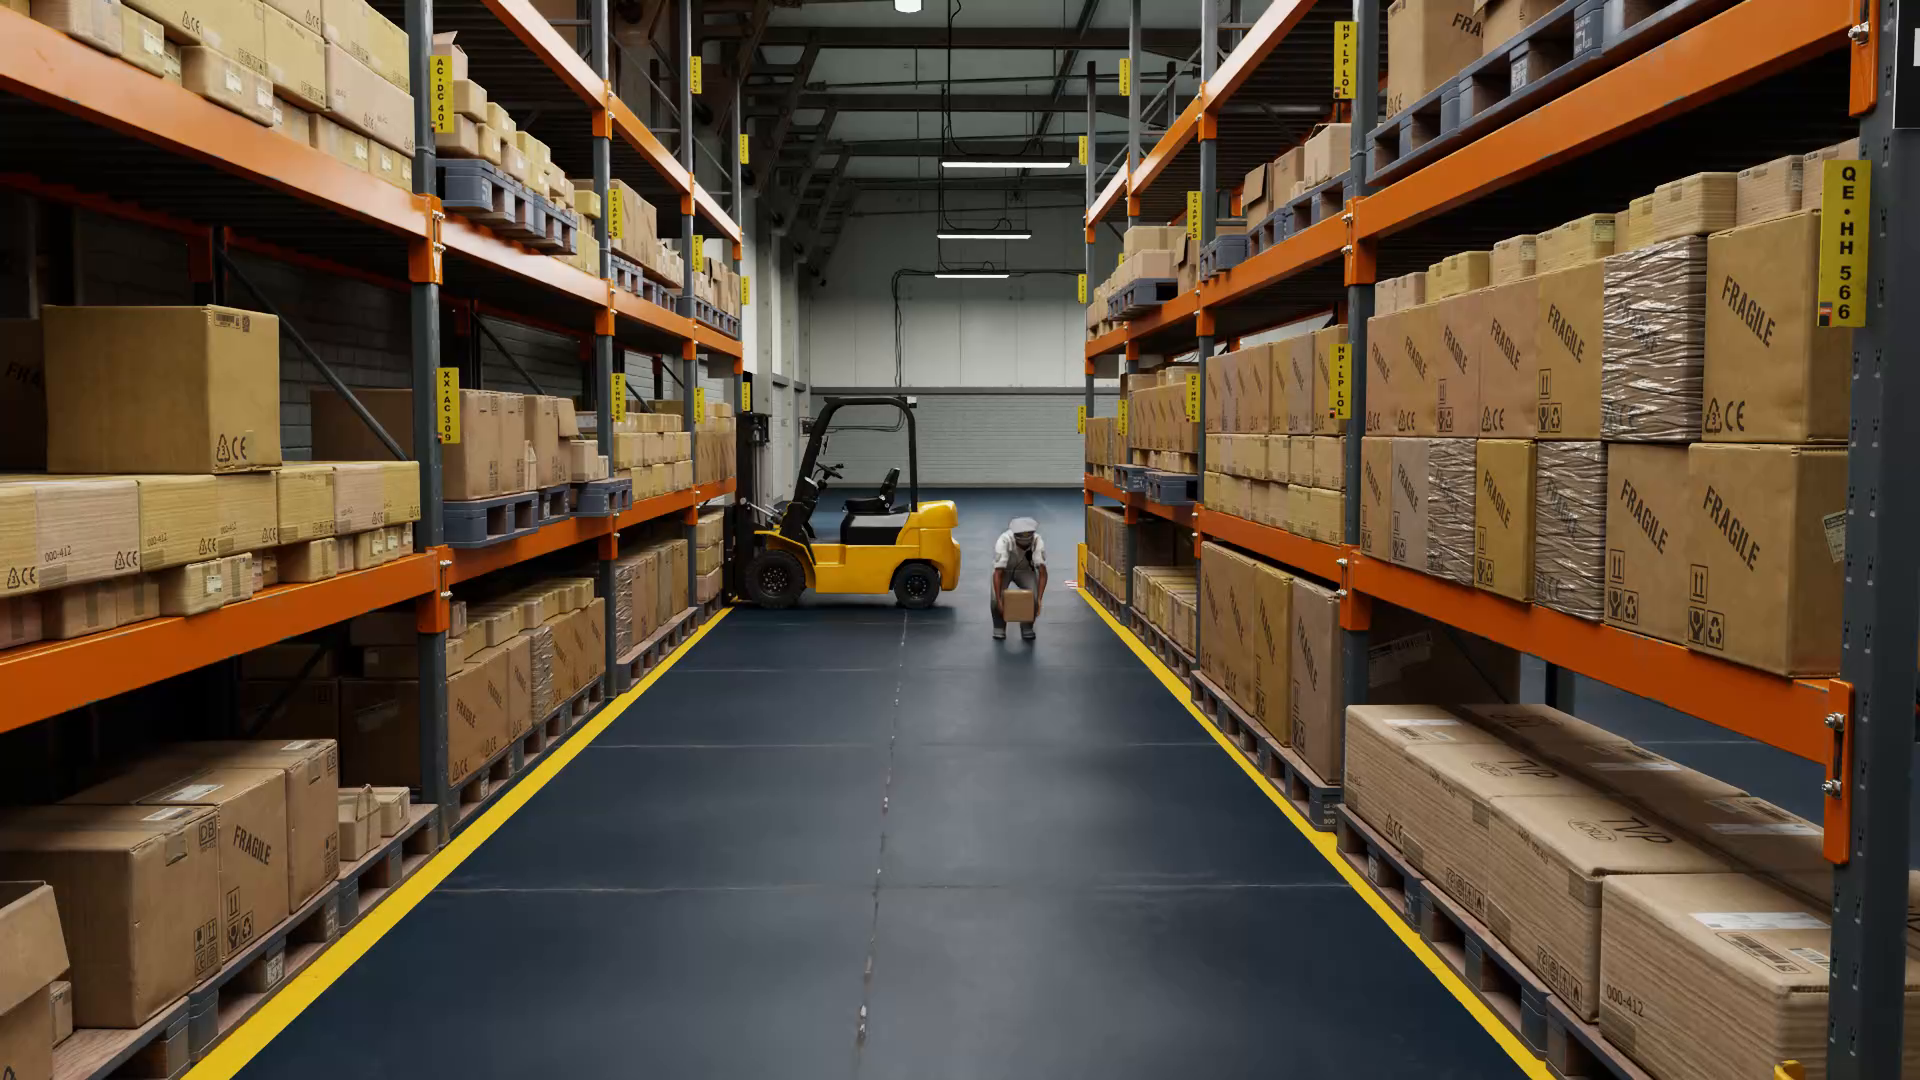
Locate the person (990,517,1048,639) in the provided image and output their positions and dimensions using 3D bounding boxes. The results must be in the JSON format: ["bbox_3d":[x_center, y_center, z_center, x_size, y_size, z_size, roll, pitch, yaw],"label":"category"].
[{"bbox_3d":[0.508,0.328,14.542,0.493,1.076,0.826,0,4,-1],"label":"person"}]
